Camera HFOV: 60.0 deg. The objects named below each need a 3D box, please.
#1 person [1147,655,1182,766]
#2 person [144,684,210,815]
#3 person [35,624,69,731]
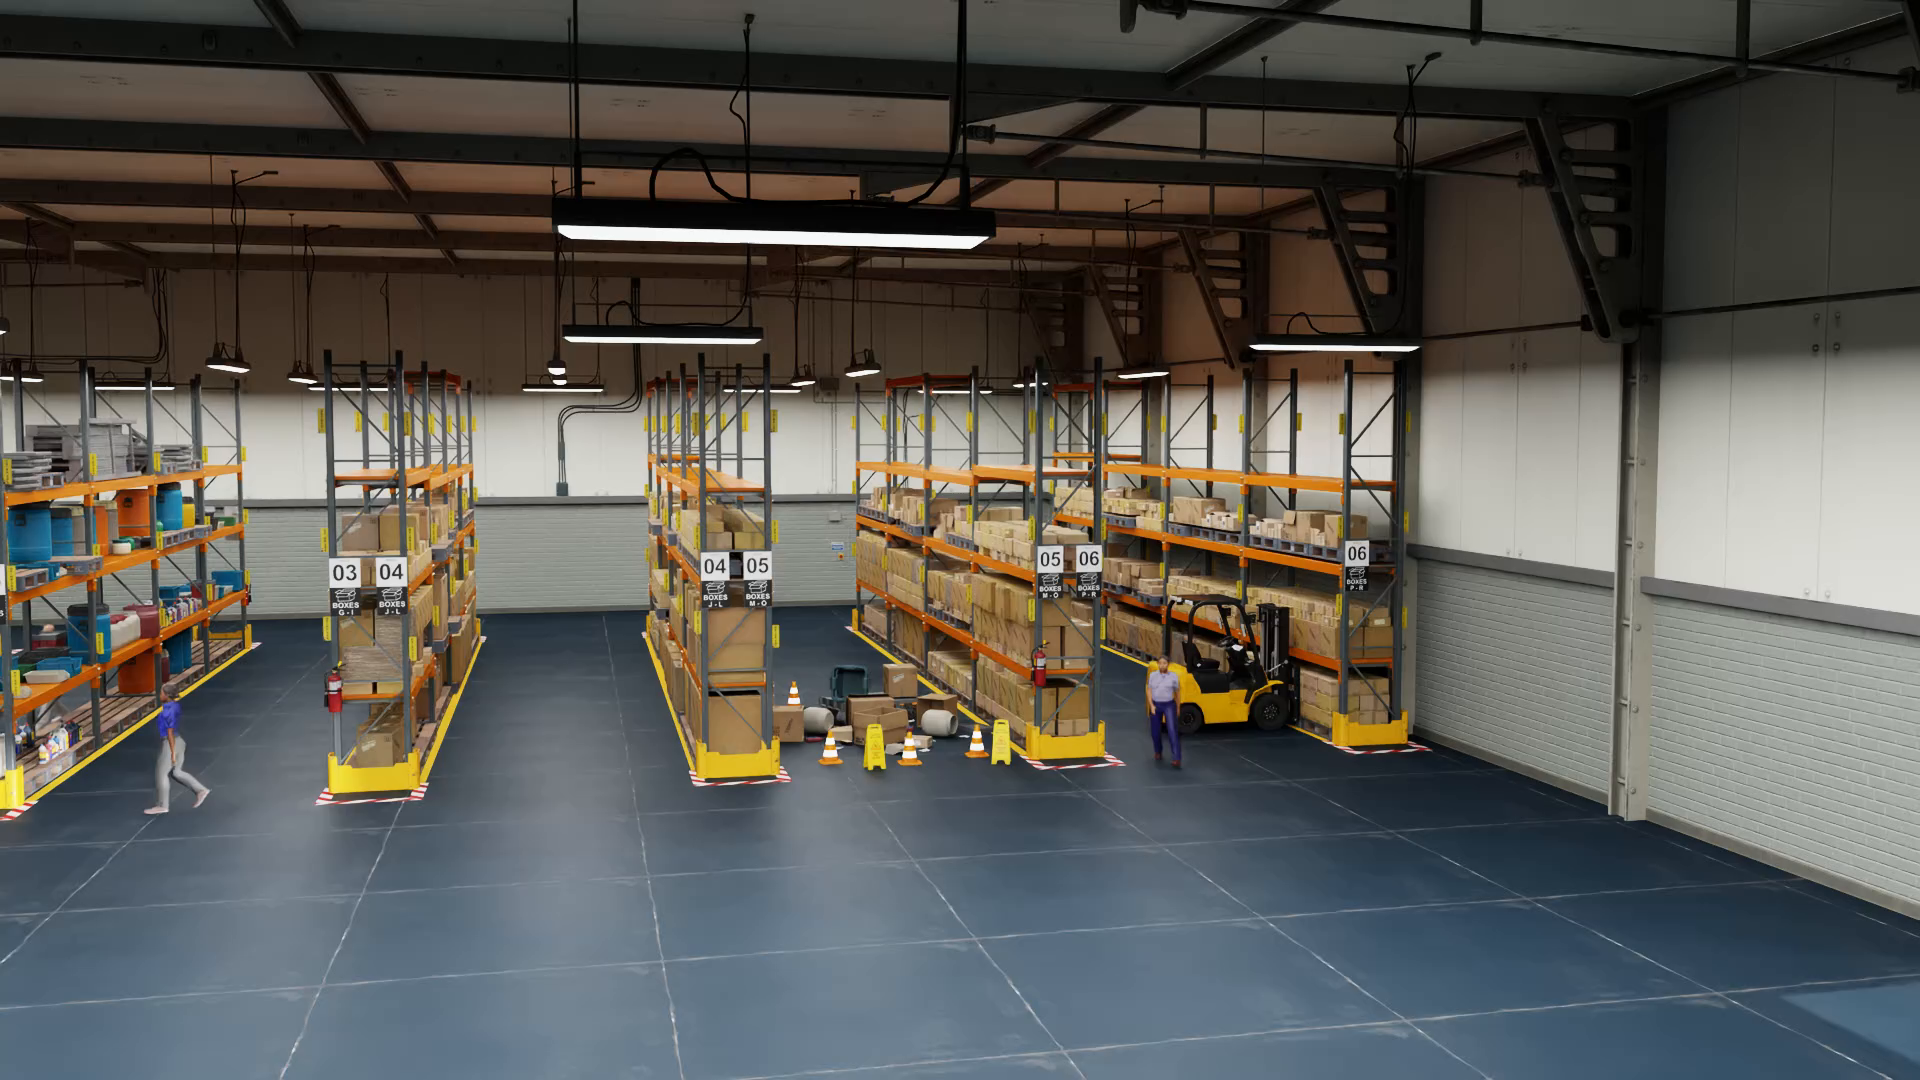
[{"bbox_3d":[3.053,2.500,24.545,0.606,1.605,0.789,2,4,23],"label":"person"},{"bbox_3d":[-10.139,2.683,21.478,0.733,1.645,0.428,-1,4,-10],"label":"person"},{"bbox_3d":[-14.971,2.239,27.333,0.568,1.705,1.165,0,4,2],"label":"person"}]
